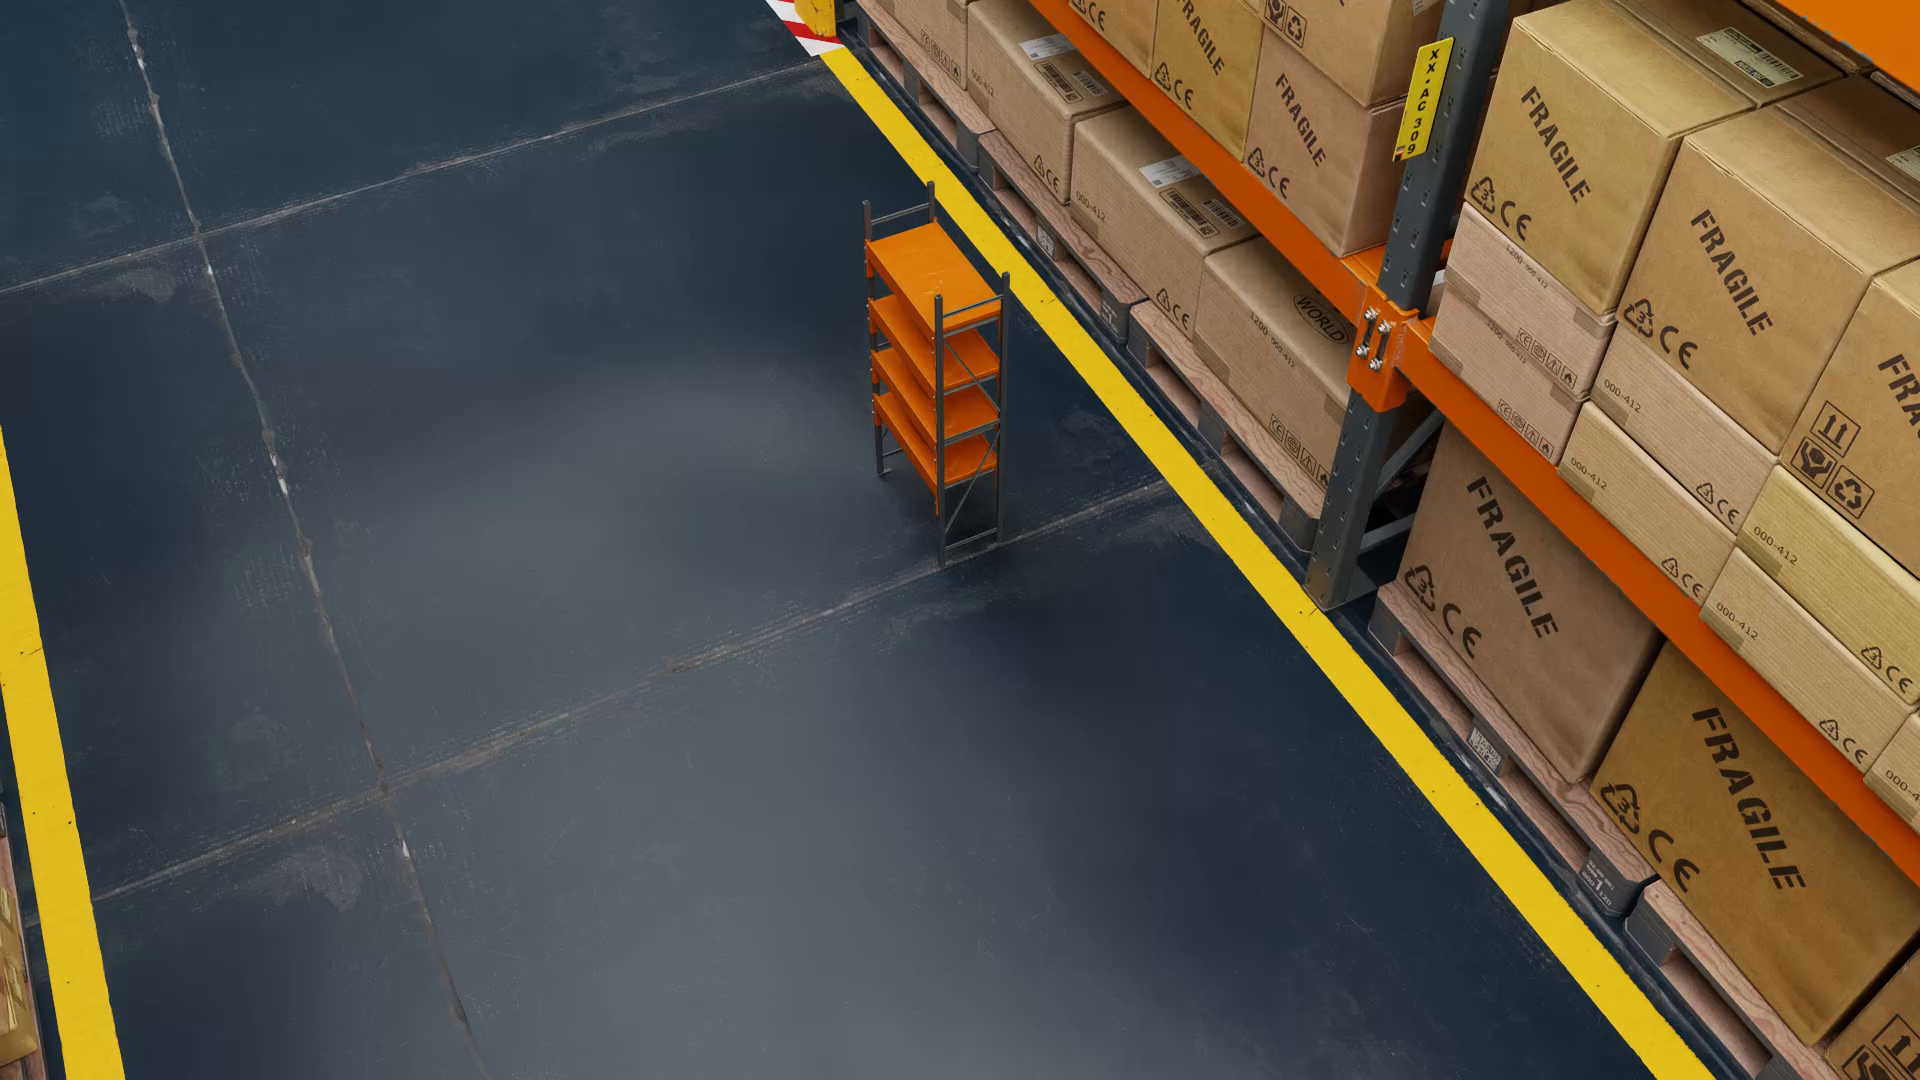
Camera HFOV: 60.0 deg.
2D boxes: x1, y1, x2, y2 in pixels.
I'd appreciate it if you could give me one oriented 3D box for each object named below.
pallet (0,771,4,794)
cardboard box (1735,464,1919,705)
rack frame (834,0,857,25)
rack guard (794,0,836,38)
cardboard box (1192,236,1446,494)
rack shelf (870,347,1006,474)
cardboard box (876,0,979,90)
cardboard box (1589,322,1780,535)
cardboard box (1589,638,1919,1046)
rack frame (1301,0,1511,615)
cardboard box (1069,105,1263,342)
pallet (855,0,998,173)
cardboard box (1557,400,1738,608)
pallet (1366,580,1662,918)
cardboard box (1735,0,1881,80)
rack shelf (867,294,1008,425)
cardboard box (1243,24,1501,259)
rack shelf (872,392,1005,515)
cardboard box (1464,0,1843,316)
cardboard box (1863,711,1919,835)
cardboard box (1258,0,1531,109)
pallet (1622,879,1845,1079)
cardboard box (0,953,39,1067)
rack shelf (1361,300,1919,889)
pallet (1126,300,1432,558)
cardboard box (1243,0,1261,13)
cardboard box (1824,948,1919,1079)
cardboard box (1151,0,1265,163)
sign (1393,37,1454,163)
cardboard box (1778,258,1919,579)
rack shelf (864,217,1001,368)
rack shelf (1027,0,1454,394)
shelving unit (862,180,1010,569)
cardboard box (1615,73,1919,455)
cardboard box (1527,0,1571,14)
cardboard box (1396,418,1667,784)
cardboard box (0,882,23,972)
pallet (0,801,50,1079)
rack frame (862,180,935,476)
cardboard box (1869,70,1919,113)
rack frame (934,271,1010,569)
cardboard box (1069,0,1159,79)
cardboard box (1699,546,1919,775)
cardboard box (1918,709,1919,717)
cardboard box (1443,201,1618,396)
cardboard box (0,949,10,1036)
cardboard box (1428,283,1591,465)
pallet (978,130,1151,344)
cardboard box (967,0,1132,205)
[{"bbox_3d":[-3.632,0.482,5.188,1.003,0.211,1.213,-21,52,-18],"label":"pallet"},{"bbox_3d":[2.045,0.009,3.517,0.500,0.250,0.500,-21,52,-17],"label":"cardboard box"},{"bbox_3d":[-0.207,-3.631,6.933,1.000,3.000,0.127,-21,52,-18],"label":"rack frame"},{"bbox_3d":[-0.218,-2.824,7.888,1.175,0.500,0.348,-21,52,-18],"label":"rack guard"},{"bbox_3d":[1.432,-0.705,5.797,0.875,0.438,0.875,-22,52,-18],"label":"cardboard box"},{"bbox_3d":[-0.076,-0.462,5.446,0.258,0.148,0.480,-21,52,-18],"label":"rack shelf"},{"bbox_3d":[0.184,-2.518,7.383,0.875,0.438,0.875,-23,53,-19],"label":"cardboard box"},{"bbox_3d":[1.838,-0.338,3.820,0.500,0.250,0.500,-20,52,-17],"label":"cardboard box"},{"bbox_3d":[2.399,0.597,4.368,0.875,0.875,0.875,-20,52,-16],"label":"cardboard box"},{"bbox_3d":[1.624,-0.954,4.591,1.000,3.000,0.127,-21,52,-18],"label":"rack frame"},{"bbox_3d":[1.022,-1.304,6.321,0.875,0.438,0.875,-23,53,-19],"label":"cardboard box"},{"bbox_3d":[0.229,-2.204,7.538,1.003,0.211,1.213,-21,52,-18],"label":"pallet"},{"bbox_3d":[1.829,-0.173,4.008,0.500,0.250,0.500,-22,52,-18],"label":"cardboard box"},{"bbox_3d":[2.044,0.455,5.212,1.003,0.211,1.213,-21,52,-18],"label":"pallet"},{"bbox_3d":[2.052,-1.103,3.991,0.500,0.500,0.500,-20,52,-16],"label":"cardboard box"},{"bbox_3d":[-0.076,-0.609,5.278,0.258,0.148,0.480,-21,52,-18],"label":"rack shelf"},{"bbox_3d":[1.184,-1.209,4.748,0.500,0.500,0.500,-21,52,-17],"label":"cardboard box"},{"bbox_3d":[-0.076,-0.331,5.595,0.258,0.148,0.480,-21,52,-18],"label":"rack shelf"},{"bbox_3d":[1.570,-0.922,3.833,0.500,0.500,0.500,-21,52,-17],"label":"cardboard box"},{"bbox_3d":[2.270,0.513,3.408,0.500,0.250,0.500,-22,52,-18],"label":"cardboard box"},{"bbox_3d":[1.162,-1.536,4.370,0.500,0.500,0.500,-22,52,-18],"label":"cardboard box"},{"bbox_3d":[2.606,1.273,4.497,1.003,0.211,1.213,-21,52,-18],"label":"pallet"},{"bbox_3d":[-2.612,1.265,4.266,0.380,0.149,0.250,-23,53,-19],"label":"cardboard box"},{"bbox_3d":[2.539,0.622,3.691,1.077,0.370,4.000,-21,52,-18],"label":"rack shelf"},{"bbox_3d":[1.345,-0.571,6.110,1.003,0.211,1.213,-21,52,-18],"label":"pallet"},{"bbox_3d":[0.937,-1.879,4.670,0.500,0.500,0.500,-22,52,-18],"label":"cardboard box"},{"bbox_3d":[2.808,1.196,3.844,0.875,0.875,0.875,-21,52,-17],"label":"cardboard box"},{"bbox_3d":[0.944,-1.551,5.048,0.500,0.500,0.500,-22,52,-18],"label":"cardboard box"},{"bbox_3d":[1.131,-1.072,4.067,0.100,0.325,0.005,-21,52,-18],"label":"sign"},{"bbox_3d":[2.054,-0.255,3.249,0.500,0.500,0.500,-22,52,-18],"label":"cardboard box"},{"bbox_3d":[-0.076,-0.764,5.099,0.258,0.148,0.480,-21,52,-18],"label":"rack shelf"},{"bbox_3d":[0.709,-2.055,6.033,1.077,0.370,4.000,-21,52,-18],"label":"rack shelf"},{"bbox_3d":[-0.076,-0.506,5.395,0.258,1.200,0.503,-21,52,-18],"label":"shelving unit"},{"bbox_3d":[1.827,-0.591,3.544,0.500,0.500,0.500,-21,52,-18],"label":"cardboard box"},{"bbox_3d":[1.621,-1.718,4.529,0.500,0.500,0.500,-21,52,-17],"label":"cardboard box"},{"bbox_3d":[1.979,-0.005,4.894,0.875,0.875,0.875,-20,52,-16],"label":"cardboard box"},{"bbox_3d":[-2.734,1.087,4.422,0.380,0.149,0.250,-20,52,-16],"label":"cardboard box"},{"bbox_3d":[-3.070,1.300,4.473,1.003,0.211,1.213,-21,52,-18],"label":"pallet"},{"bbox_3d":[-0.187,-0.669,5.538,0.240,1.200,0.015,-21,52,-18],"label":"rack frame"},{"bbox_3d":[2.295,-0.759,3.691,0.500,0.500,0.500,-20,52,-17],"label":"cardboard box"},{"bbox_3d":[0.036,-0.342,5.252,0.240,1.200,0.015,-21,52,-18],"label":"rack frame"},{"bbox_3d":[0.701,-1.883,5.337,0.500,0.500,0.500,-22,52,-18],"label":"cardboard box"},{"bbox_3d":[2.049,0.176,3.703,0.500,0.250,0.500,-22,52,-18],"label":"cardboard box"},{"bbox_3d":[2.278,0.347,3.221,0.500,0.250,0.500,-23,53,-19],"label":"cardboard box"},{"bbox_3d":[1.574,-0.677,4.117,0.500,0.250,0.500,-23,53,-19],"label":"cardboard box"},{"bbox_3d":[-2.613,1.169,4.152,0.380,0.149,0.250,-19,51,-16],"label":"cardboard box"},{"bbox_3d":[1.590,-0.519,4.311,0.500,0.250,0.500,-22,52,-18],"label":"cardboard box"},{"bbox_3d":[0.783,-1.389,6.825,1.003,0.211,1.213,-21,52,-18],"label":"pallet"},{"bbox_3d":[0.611,-1.909,6.850,0.875,0.438,0.875,-20,52,-17],"label":"cardboard box"}]
